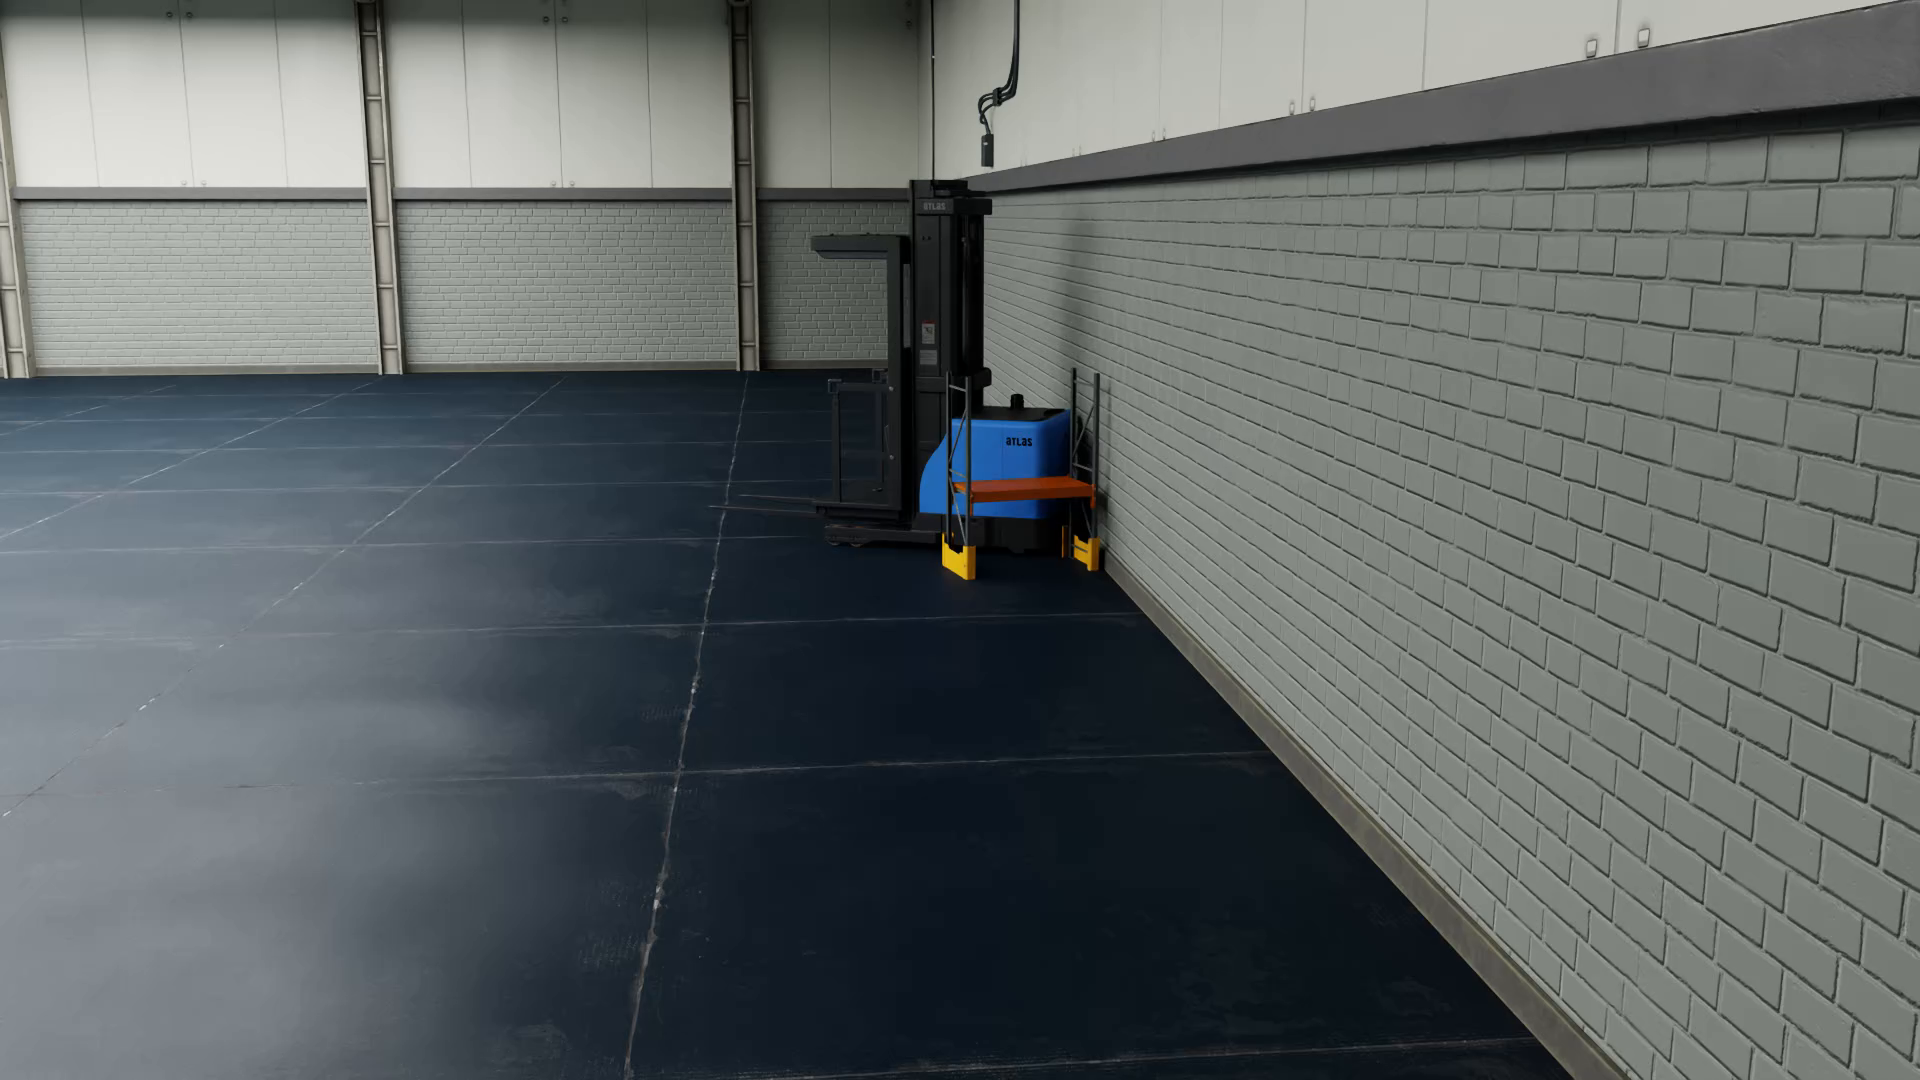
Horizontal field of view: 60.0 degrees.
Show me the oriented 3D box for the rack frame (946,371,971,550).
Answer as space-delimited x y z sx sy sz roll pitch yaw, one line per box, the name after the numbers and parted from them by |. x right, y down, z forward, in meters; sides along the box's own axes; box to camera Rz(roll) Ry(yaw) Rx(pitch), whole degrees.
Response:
-0.010 -0.494 12.494 0.032 1.500 0.500 -4 12 -18 | rack frame

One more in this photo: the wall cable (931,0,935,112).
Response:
-0.313 -7.615 24.231 0.112 2.526 3.097 -1 11 -6 | wall cable

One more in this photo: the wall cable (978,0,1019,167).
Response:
0.405 -7.027 17.467 0.169 6.003 2.305 -1 11 -6 | wall cable

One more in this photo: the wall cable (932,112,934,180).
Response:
-0.605 -5.656 27.357 0.112 2.526 3.097 -1 11 -6 | wall cable

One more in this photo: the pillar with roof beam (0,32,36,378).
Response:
-15.141 -6.296 22.564 0.400 9.000 9.100 -1 11 -6 | pillar with roof beam

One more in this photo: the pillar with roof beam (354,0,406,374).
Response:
-9.176 -6.421 23.200 0.548 9.000 9.100 -1 11 -6 | pillar with roof beam

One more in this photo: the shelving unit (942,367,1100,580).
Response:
0.463 -0.525 12.650 1.083 1.500 0.587 -4 12 -18 | shelving unit

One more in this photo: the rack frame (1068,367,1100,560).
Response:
0.954 -0.557 12.811 0.032 1.500 0.500 -4 12 -18 | rack frame

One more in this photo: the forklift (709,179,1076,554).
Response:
-0.598 -1.476 13.776 3.031 2.935 1.130 4 12 18 | forklift

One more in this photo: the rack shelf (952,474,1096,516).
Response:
0.472 -0.349 12.687 1.000 0.185 0.538 -4 12 -18 | rack shelf

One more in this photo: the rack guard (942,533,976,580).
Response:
-0.009 0.119 12.615 0.087 0.250 0.587 -4 12 -18 | rack guard

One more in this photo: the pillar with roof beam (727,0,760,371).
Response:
-3.211 -6.546 23.836 0.548 9.000 9.100 -1 11 -6 | pillar with roof beam

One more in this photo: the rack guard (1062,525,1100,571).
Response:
0.935 0.058 12.926 0.087 0.250 0.587 -4 12 -18 | rack guard
